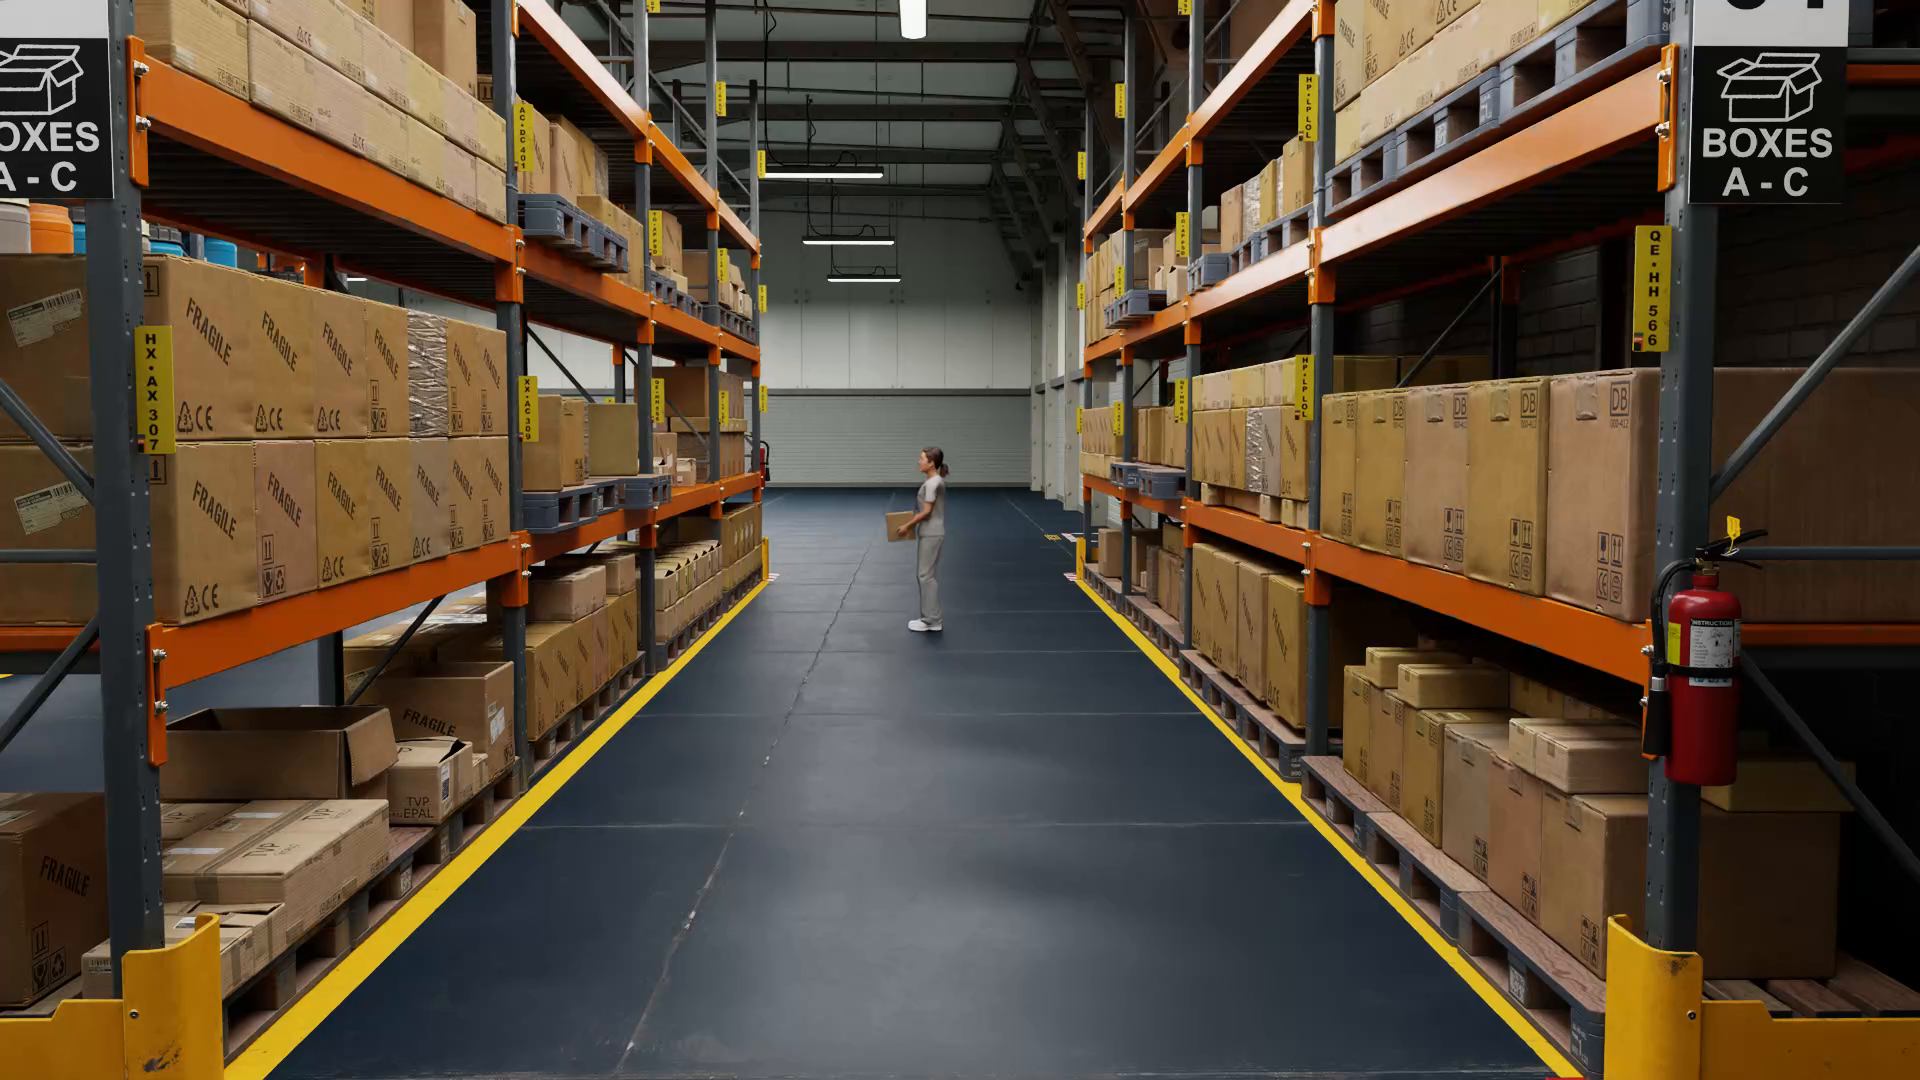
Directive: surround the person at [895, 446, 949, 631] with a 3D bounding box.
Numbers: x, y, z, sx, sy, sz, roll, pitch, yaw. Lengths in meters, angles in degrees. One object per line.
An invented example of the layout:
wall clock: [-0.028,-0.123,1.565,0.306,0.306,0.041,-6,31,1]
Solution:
person: [-0.340,-0.015,15.170,0.503,1.674,0.461,0,4,-2]
